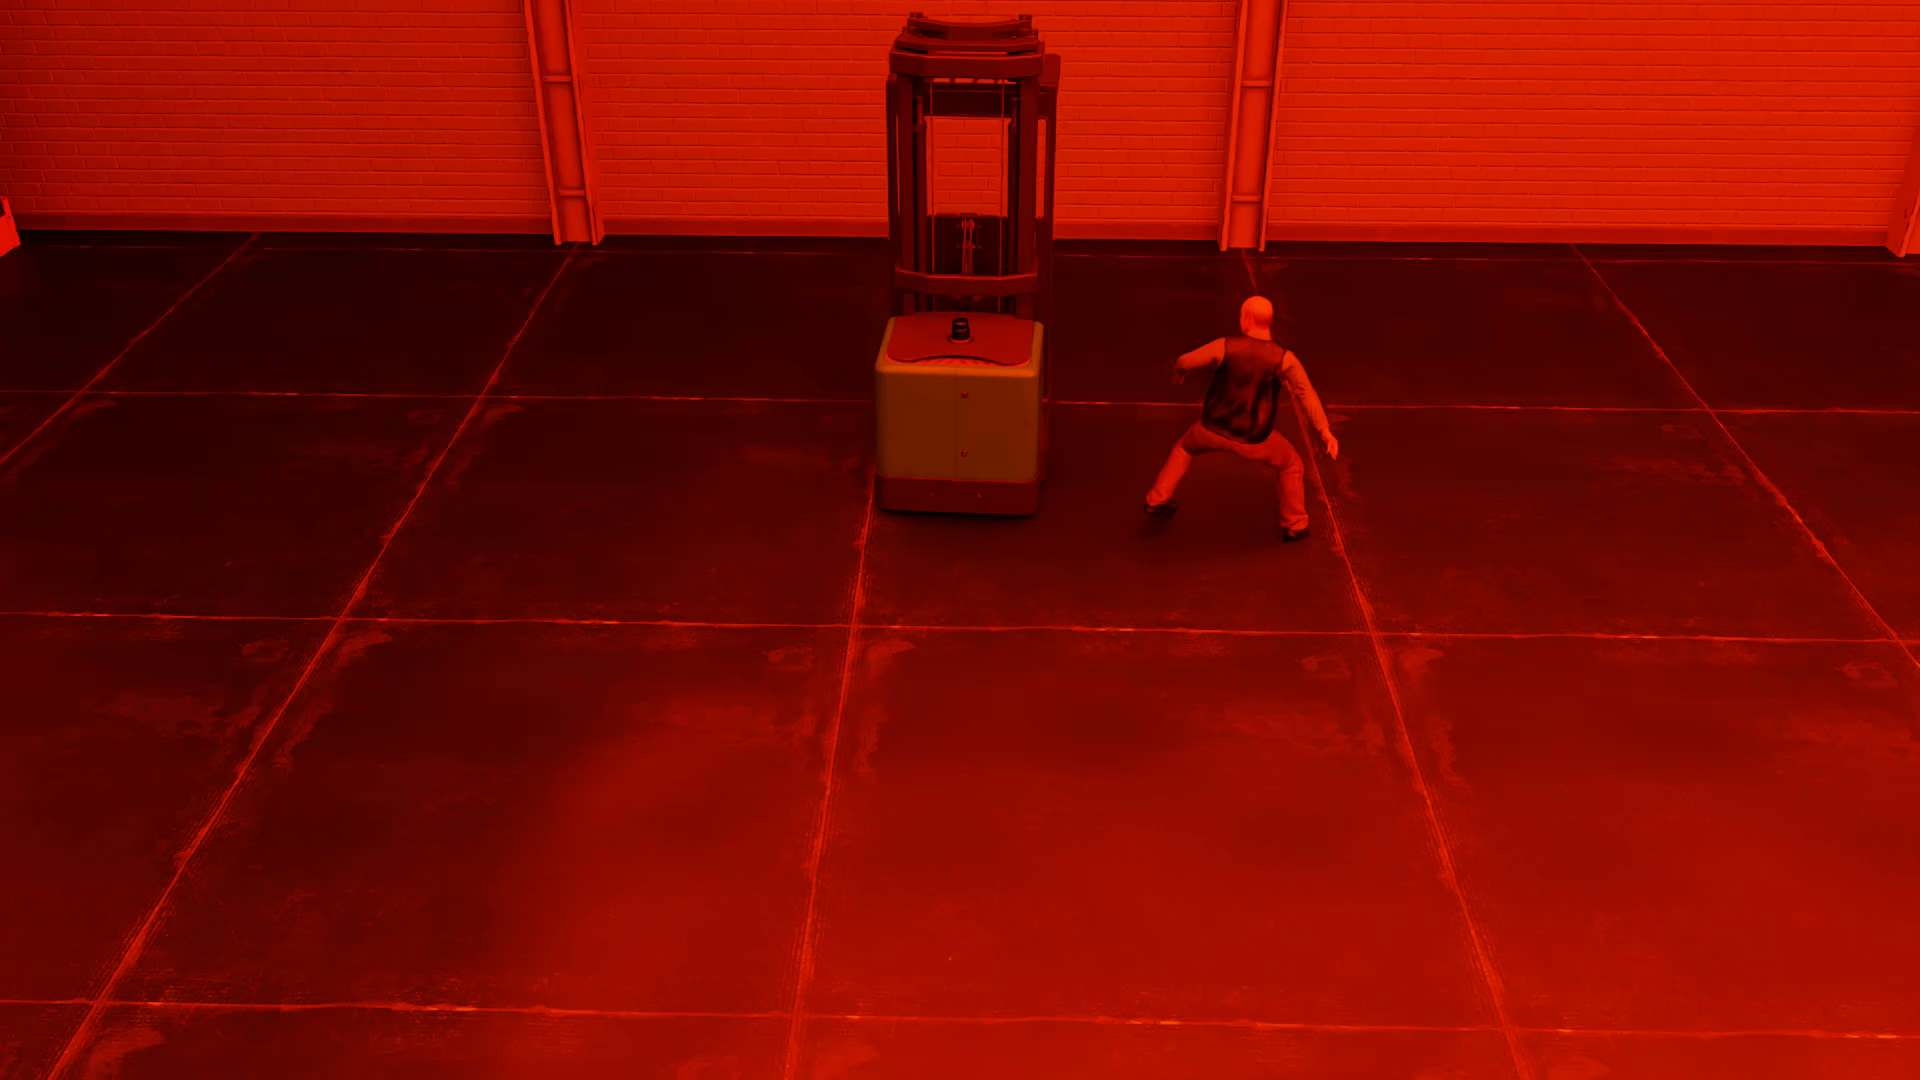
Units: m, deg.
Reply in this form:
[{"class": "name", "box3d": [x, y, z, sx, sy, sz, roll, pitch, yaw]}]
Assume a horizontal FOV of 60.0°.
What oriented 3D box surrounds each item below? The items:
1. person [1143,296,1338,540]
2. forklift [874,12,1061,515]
[{"class": "person", "box3d": [1.776, -0.684, 10.204, 1.158, 1.643, 0.532, 13, 33, 21]}, {"class": "forklift", "box3d": [0.093, -2.142, 11.248, 1.130, 2.935, 3.031, 2, 31, 4]}]
